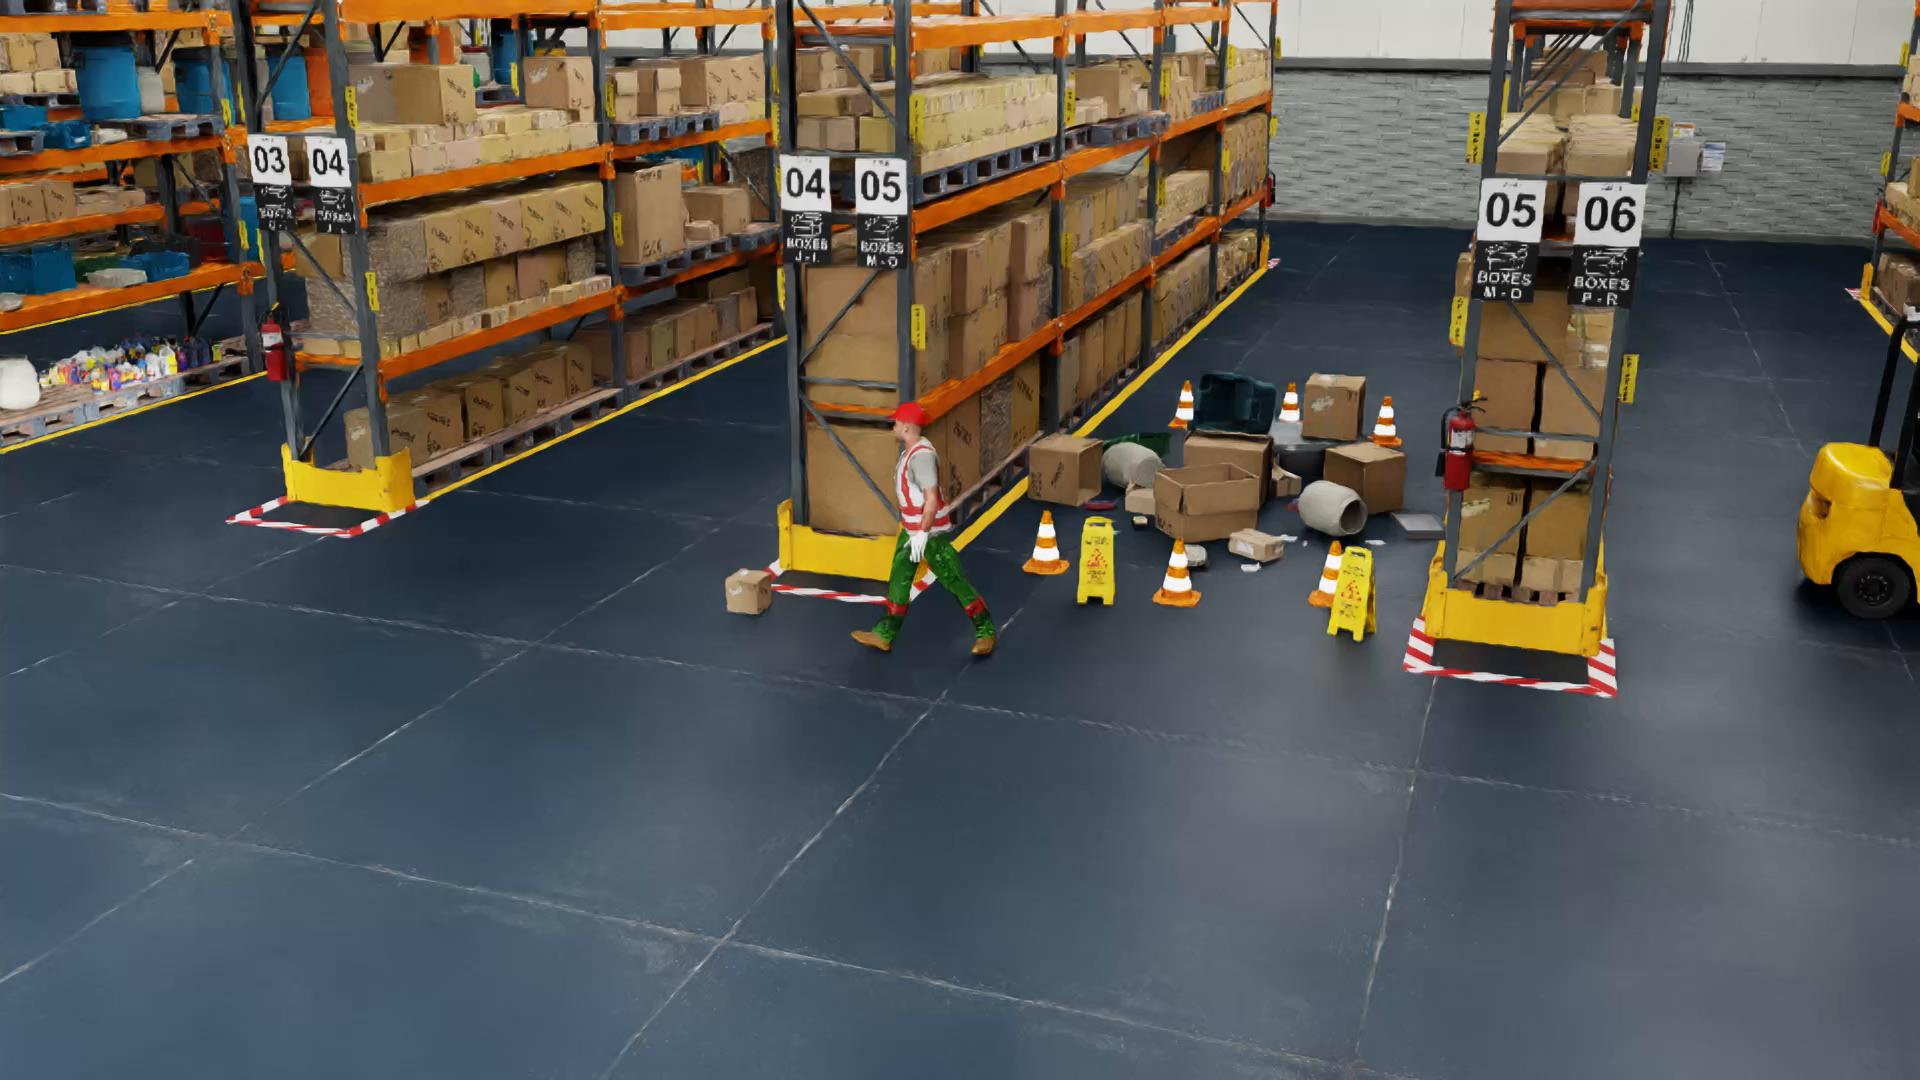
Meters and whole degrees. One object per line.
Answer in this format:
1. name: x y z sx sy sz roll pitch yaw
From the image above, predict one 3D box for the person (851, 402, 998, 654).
1. person: -0.243 -0.061 11.280 0.965 1.751 0.680 -5 19 -14
